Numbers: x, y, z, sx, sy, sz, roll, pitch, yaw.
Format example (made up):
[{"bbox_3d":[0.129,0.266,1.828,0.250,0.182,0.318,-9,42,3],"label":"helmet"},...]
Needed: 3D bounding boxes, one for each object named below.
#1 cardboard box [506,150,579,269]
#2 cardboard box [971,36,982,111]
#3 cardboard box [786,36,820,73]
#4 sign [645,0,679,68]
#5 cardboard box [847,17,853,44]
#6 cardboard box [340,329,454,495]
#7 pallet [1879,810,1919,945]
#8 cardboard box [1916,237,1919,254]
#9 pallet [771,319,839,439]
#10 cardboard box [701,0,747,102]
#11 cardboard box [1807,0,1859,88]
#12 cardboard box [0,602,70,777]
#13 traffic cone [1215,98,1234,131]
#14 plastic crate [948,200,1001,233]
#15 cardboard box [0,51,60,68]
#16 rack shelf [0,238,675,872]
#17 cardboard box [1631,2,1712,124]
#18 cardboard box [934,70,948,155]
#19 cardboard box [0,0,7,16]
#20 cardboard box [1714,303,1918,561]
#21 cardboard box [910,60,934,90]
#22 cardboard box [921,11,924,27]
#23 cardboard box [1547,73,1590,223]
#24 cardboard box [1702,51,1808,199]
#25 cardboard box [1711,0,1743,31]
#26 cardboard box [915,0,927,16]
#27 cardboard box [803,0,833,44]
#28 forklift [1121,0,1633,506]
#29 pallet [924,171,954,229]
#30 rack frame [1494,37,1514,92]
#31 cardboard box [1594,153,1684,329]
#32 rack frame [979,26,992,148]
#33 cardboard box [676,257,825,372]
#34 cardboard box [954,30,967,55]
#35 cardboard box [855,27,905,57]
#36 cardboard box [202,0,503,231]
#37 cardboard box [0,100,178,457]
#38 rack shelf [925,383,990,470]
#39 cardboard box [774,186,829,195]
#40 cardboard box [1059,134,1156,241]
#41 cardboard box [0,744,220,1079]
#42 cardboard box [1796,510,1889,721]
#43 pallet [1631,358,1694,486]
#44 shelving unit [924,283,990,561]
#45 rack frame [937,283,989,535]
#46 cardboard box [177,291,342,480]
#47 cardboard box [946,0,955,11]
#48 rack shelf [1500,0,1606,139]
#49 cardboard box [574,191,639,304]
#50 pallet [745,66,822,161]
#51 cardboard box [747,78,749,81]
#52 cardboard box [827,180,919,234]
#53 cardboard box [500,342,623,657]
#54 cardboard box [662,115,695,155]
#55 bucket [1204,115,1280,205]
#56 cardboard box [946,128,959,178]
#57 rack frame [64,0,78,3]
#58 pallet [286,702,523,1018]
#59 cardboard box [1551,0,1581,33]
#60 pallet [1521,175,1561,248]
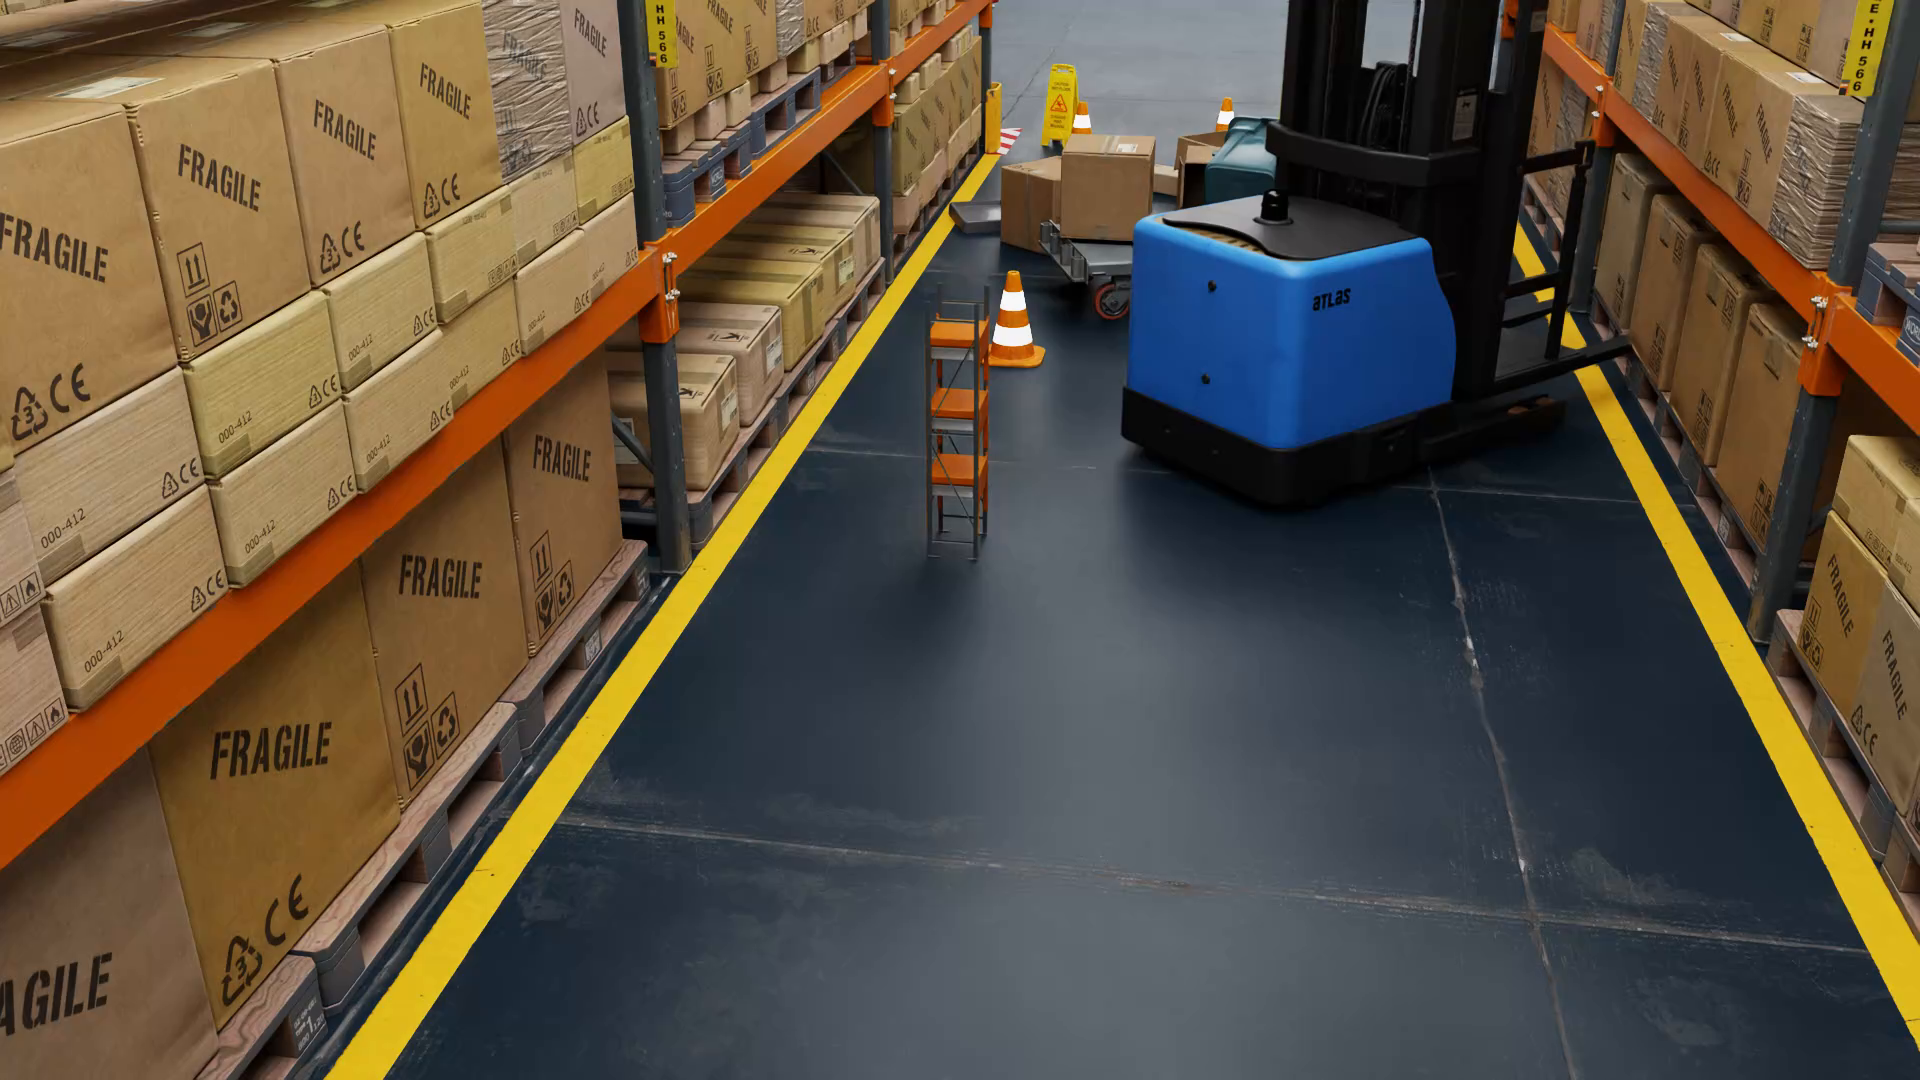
[{"bbox_3d":[-1.465,-0.997,4.930,0.500,0.250,0.500,3,25,7],"label":"cardboard box"},{"bbox_3d":[-0.123,-3.551,12.662,0.500,0.500,0.500,4,25,9],"label":"cardboard box"},{"bbox_3d":[-0.895,-2.363,8.061,0.380,0.149,0.250,4,25,8],"label":"cardboard box"},{"bbox_3d":[-1.008,-1.761,5.609,0.100,0.325,0.005,4,25,9],"label":"sign"},{"bbox_3d":[-0.775,-2.680,8.738,0.380,0.149,0.250,3,25,7],"label":"cardboard box"},{"bbox_3d":[-1.605,-0.337,4.108,0.500,0.250,0.500,4,25,8],"label":"cardboard box"},{"bbox_3d":[3.013,1.125,4.097,1.003,0.211,1.213,4,25,9],"label":"pallet"},{"bbox_3d":[3.071,-0.876,4.885,0.380,0.149,0.250,4,25,8],"label":"cardboard box"},{"bbox_3d":[-1.226,-0.846,8.309,1.003,0.211,1.213,4,25,9],"label":"pallet"},{"bbox_3d":[-1.176,-2.035,6.594,0.500,0.500,0.500,5,26,11],"label":"cardboard box"},{"bbox_3d":[3.508,-1.870,5.909,0.700,0.500,0.500,4,25,8],"label":"cardboard box"},{"bbox_3d":[-1.878,0.301,2.745,0.500,0.250,0.500,3,25,7],"label":"cardboard box"},{"bbox_3d":[2.104,-3.267,13.183,0.336,0.463,0.334,4,25,9],"label":"traffic cone"},{"bbox_3d":[0.163,-2.224,11.408,0.402,0.080,0.583,-5,25,-10],"label":"plastic crate"},{"bbox_3d":[-2.205,-0.731,3.476,0.500,0.500,0.500,5,26,10],"label":"cardboard box"},{"bbox_3d":[-1.883,-0.112,4.299,1.077,0.370,4.000,4,25,9],"label":"rack shelf"},{"bbox_3d":[3.564,-2.279,7.962,0.500,0.500,0.500,4,25,9],"label":"cardboard box"},{"bbox_3d":[-0.378,-2.901,11.272,0.500,0.500,0.500,5,26,11],"label":"cardboard box"},{"bbox_3d":[-5.705,-3.009,9.227,0.500,0.250,0.500,3,25,7],"label":"cardboard box"},{"bbox_3d":[3.532,-0.393,6.209,1.050,0.750,0.750,4,25,8],"label":"cardboard box"},{"bbox_3d":[-0.378,-3.016,10.754,0.380,0.149,0.250,5,26,11],"label":"cardboard box"},{"bbox_3d":[-0.444,-3.380,10.728,0.380,0.149,0.250,4,25,8],"label":"cardboard box"},{"bbox_3d":[4.313,-2.509,10.584,0.875,0.875,0.875,4,25,9],"label":"cardboard box"},{"bbox_3d":[3.317,-1.643,6.604,0.500,0.500,0.500,4,25,8],"label":"cardboard box"},{"bbox_3d":[3.757,-2.510,7.276,0.700,0.500,0.500,4,25,9],"label":"cardboard box"},{"bbox_3d":[-0.497,-3.503,10.227,0.500,0.500,0.500,4,25,8],"label":"cardboard box"},{"bbox_3d":[-0.922,-2.685,7.984,0.500,0.500,0.500,5,26,10],"label":"cardboard box"},{"bbox_3d":[2.234,-1.946,7.450,3.031,2.935,1.130,-17,30,-32],"label":"forklift"},{"bbox_3d":[-0.631,-2.479,11.797,1.003,0.211,1.213,4,25,9],"label":"pallet"},{"bbox_3d":[4.651,-4.319,12.439,1.000,3.000,0.127,4,25,9],"label":"rack frame"},{"bbox_3d":[3.985,-1.552,8.685,1.050,0.750,0.750,4,25,8],"label":"cardboard box"},{"bbox_3d":[-0.249,-4.620,13.081,1.000,3.000,0.127,4,25,9],"label":"rack frame"},{"bbox_3d":[-1.212,-1.135,8.242,0.950,0.372,0.625,5,26,10],"label":"cardboard box"},{"bbox_3d":[-0.161,-3.582,11.962,0.380,0.149,0.250,4,25,9],"label":"cardboard box"},{"bbox_3d":[-0.535,-2.943,9.794,0.380,0.149,0.250,4,25,8],"label":"cardboard box"},{"bbox_3d":[-1.546,-1.115,4.297,0.500,0.500,0.500,4,25,9],"label":"cardboard box"},{"bbox_3d":[-1.799,-0.478,2.935,0.500,0.500,0.500,4,25,8],"label":"cardboard box"},{"bbox_3d":[-0.009,-0.444,6.484,0.215,0.259,0.240,4,25,9],"label":"rack shelf"},{"bbox_3d":[-1.071,-2.158,10.569,0.500,0.250,0.500,5,26,11],"label":"cardboard box"},{"bbox_3d":[0.858,-2.047,9.640,0.500,0.500,0.500,4,25,9],"label":"cardboard box"},{"bbox_3d":[-2.188,0.906,3.286,0.875,0.875,0.875,5,26,10],"label":"cardboard box"},{"bbox_3d":[2.976,0.247,5.137,0.500,0.500,0.500,3,25,6],"label":"cardboard box"},{"bbox_3d":[3.748,-0.543,7.662,1.003,0.211,1.213,4,25,9],"label":"pallet"},{"bbox_3d":[-0.009,-0.453,6.480,0.215,1.050,0.252,4,25,9],"label":"shelving unit"},{"bbox_3d":[0.011,-0.504,6.589,0.200,1.050,0.008,4,25,9],"label":"rack frame"},{"bbox_3d":[-1.694,-0.353,3.553,0.500,0.250,0.500,4,25,9],"label":"cardboard box"},{"bbox_3d":[-0.239,-3.795,11.616,0.380,0.149,0.250,4,25,8],"label":"cardboard box"},{"bbox_3d":[4.324,-3.157,10.804,1.077,0.370,4.000,4,25,9],"label":"rack shelf"},{"bbox_3d":[-1.383,-0.976,5.475,0.500,0.250,0.500,3,25,7],"label":"cardboard box"},{"bbox_3d":[-1.273,-2.018,7.749,1.003,0.211,1.213,4,25,9],"label":"pallet"},{"bbox_3d":[-1.123,-1.920,7.115,0.380,0.149,0.250,6,26,12],"label":"cardboard box"},{"bbox_3d":[-0.540,-2.120,10.488,0.500,0.250,0.500,3,25,6],"label":"cardboard box"},{"bbox_3d":[-1.751,-0.219,5.690,0.875,0.875,0.875,4,25,8],"label":"cardboard box"},{"bbox_3d":[-1.241,-1.589,6.408,0.380,0.149,0.250,2,25,5],"label":"cardboard box"},{"bbox_3d":[1.745,-2.069,9.699,0.726,0.611,0.620,13,38,26],"label":"bucket"},{"bbox_3d":[-0.288,-2.773,11.883,0.500,0.250,0.500,3,25,7],"label":"cardboard box"},{"bbox_3d":[-5.800,-3.289,10.239,1.000,3.000,0.127,4,25,9],"label":"rack frame"},{"bbox_3d":[-1.961,0.822,4.744,1.003,0.211,1.213,4,25,9],"label":"pallet"},{"bbox_3d":[4.305,-3.547,10.613,0.875,0.550,0.500,4,25,9],"label":"cardboard box"},{"bbox_3d":[4.396,-2.207,11.217,1.003,0.211,1.213,4,25,9],"label":"pallet"}]
